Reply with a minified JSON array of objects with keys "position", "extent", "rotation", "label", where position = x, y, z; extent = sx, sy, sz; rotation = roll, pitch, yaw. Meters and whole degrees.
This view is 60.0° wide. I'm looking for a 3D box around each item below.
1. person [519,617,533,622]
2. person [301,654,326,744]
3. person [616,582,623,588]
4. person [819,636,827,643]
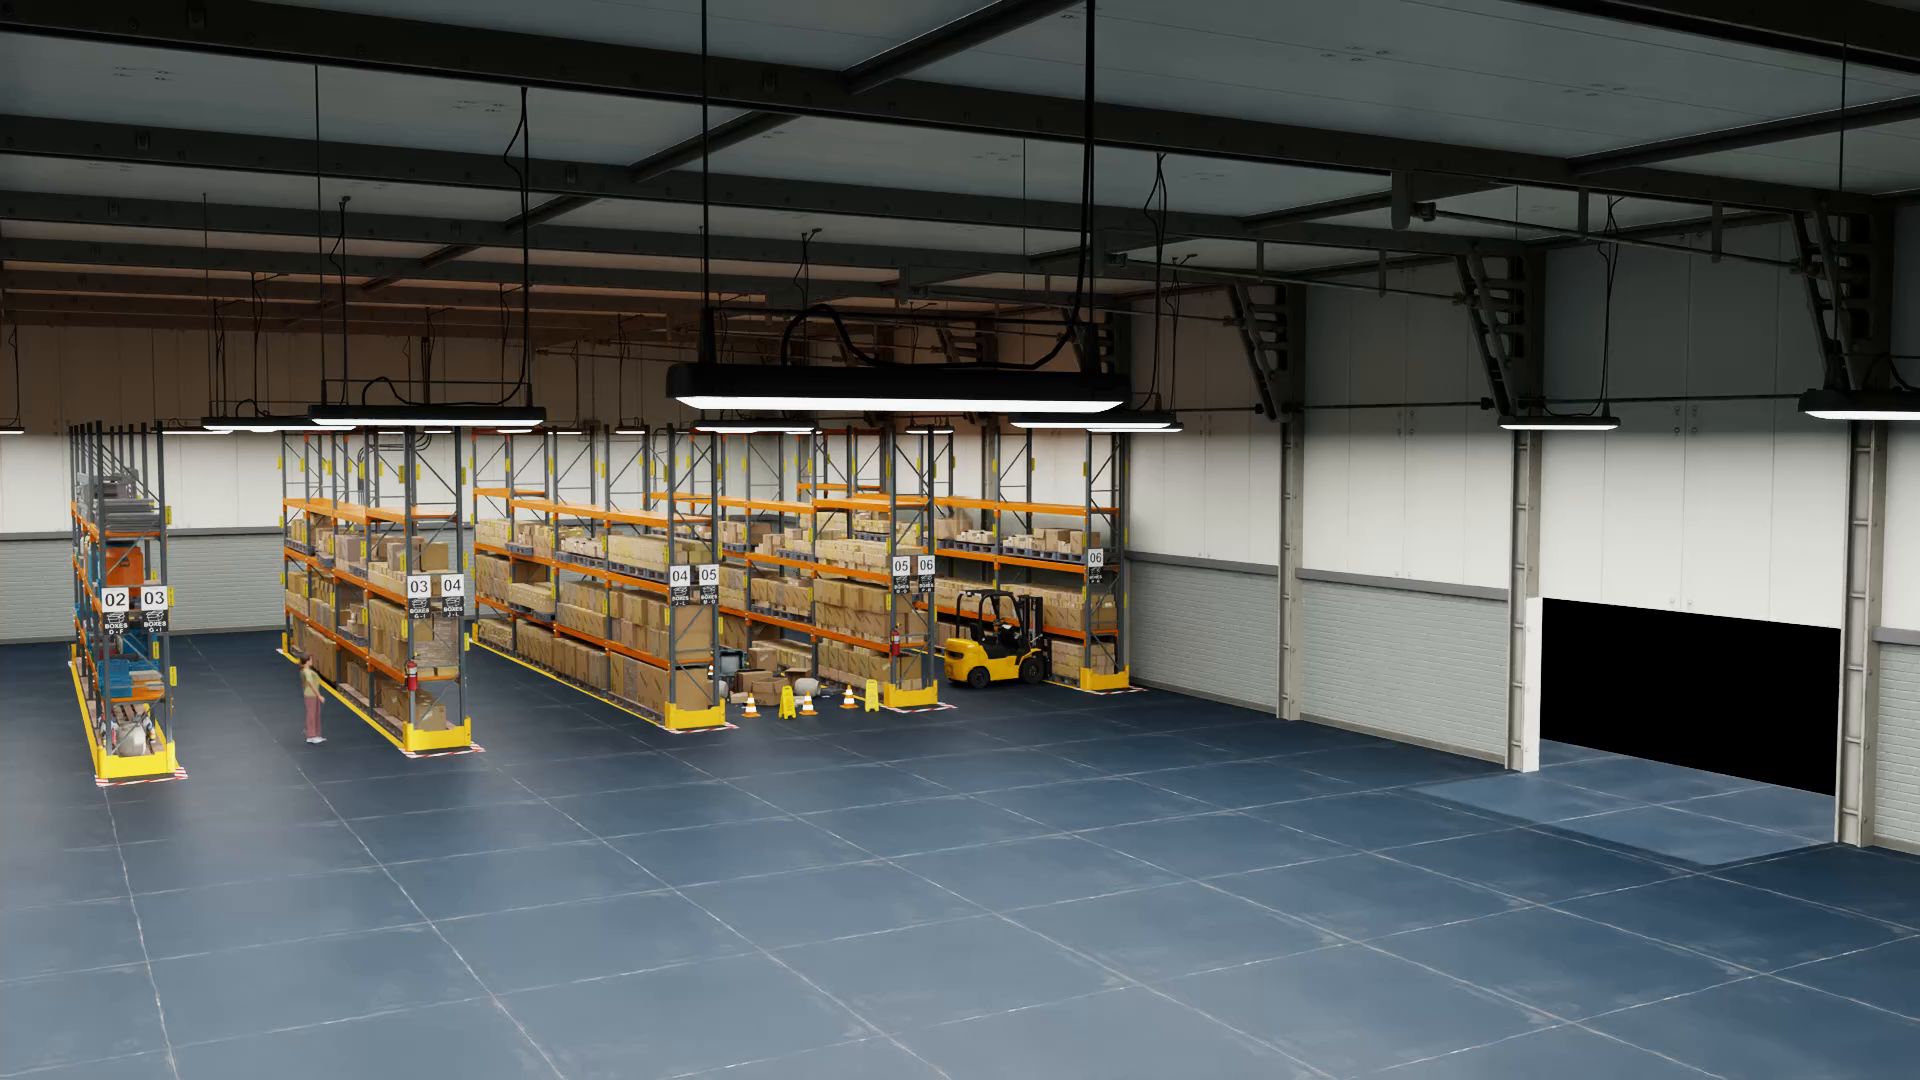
[{"position":[-12.642,1.951,48.437],"extent":[0.500,1.600,0.349],"rotation":[-1,4,-10],"label":"person"},{"position":[-12.107,2.972,31.218],"extent":[0.433,1.697,0.589],"rotation":[0,4,-3],"label":"person"},{"position":[-9.591,1.982,46.724],"extent":[0.582,1.735,0.472],"rotation":[3,4,36],"label":"person"},{"position":[-3.674,2.032,45.500],"extent":[0.371,1.796,0.627],"rotation":[-3,5,-43],"label":"person"}]
